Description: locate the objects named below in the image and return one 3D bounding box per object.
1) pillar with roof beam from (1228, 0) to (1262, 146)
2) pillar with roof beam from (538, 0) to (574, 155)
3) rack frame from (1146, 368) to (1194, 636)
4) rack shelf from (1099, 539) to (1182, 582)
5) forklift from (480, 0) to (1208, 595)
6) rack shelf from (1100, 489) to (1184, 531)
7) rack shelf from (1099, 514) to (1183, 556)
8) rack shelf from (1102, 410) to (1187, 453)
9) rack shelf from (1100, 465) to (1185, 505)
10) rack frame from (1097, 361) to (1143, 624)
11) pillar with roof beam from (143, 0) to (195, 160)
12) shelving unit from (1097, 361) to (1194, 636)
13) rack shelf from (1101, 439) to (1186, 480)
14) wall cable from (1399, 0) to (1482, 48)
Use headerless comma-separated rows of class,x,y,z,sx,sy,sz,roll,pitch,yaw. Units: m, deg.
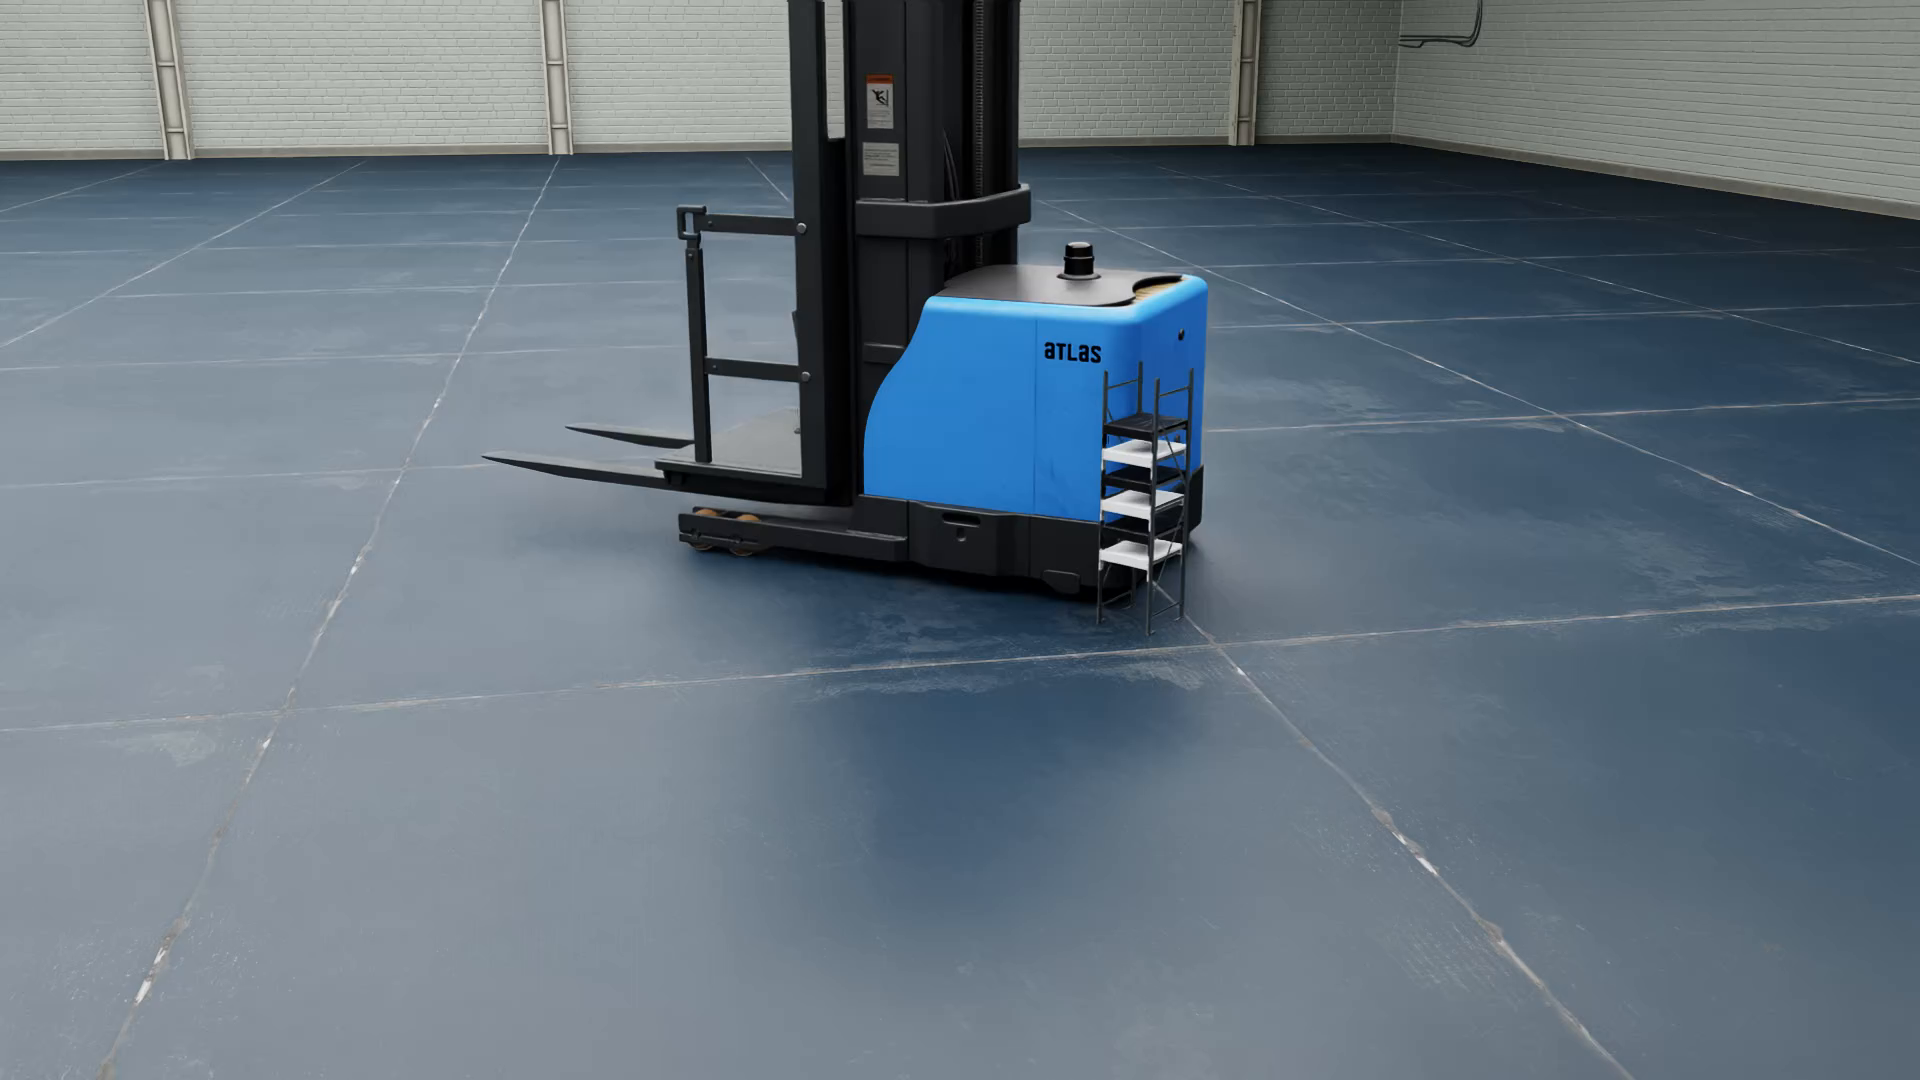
pillar with roof beam,5.906,-10.215,24.743,0.400,9.000,9.100,-3,17,-10
pillar with roof beam,-5.876,-9.547,22.567,0.400,9.000,9.100,-3,17,-10
rack frame,0.719,-0.127,5.692,0.006,0.900,0.240,13,21,36
rack shelf,0.639,0.058,5.815,0.200,0.077,0.258,13,21,36
forklift,-0.575,-1.468,6.598,3.031,2.935,1.130,7,19,23
rack shelf,0.639,-0.114,5.762,0.200,0.077,0.258,13,21,36
rack shelf,0.639,-0.028,5.789,0.200,0.077,0.258,13,21,36
rack shelf,0.639,-0.372,5.683,0.200,0.077,0.258,13,21,36
rack shelf,0.639,-0.200,5.736,0.200,0.077,0.258,13,21,36
rack frame,0.559,-0.164,5.813,0.006,0.900,0.240,13,21,36
pillar with roof beam,-11.767,-9.212,21.479,0.400,9.000,9.100,-3,17,-10
shelving unit,0.639,-0.145,5.753,0.210,0.900,0.258,13,21,36
rack shelf,0.639,-0.286,5.710,0.200,0.077,0.258,13,21,36
wall cable,8.233,-9.755,28.533,0.112,2.526,3.097,-3,17,-10
